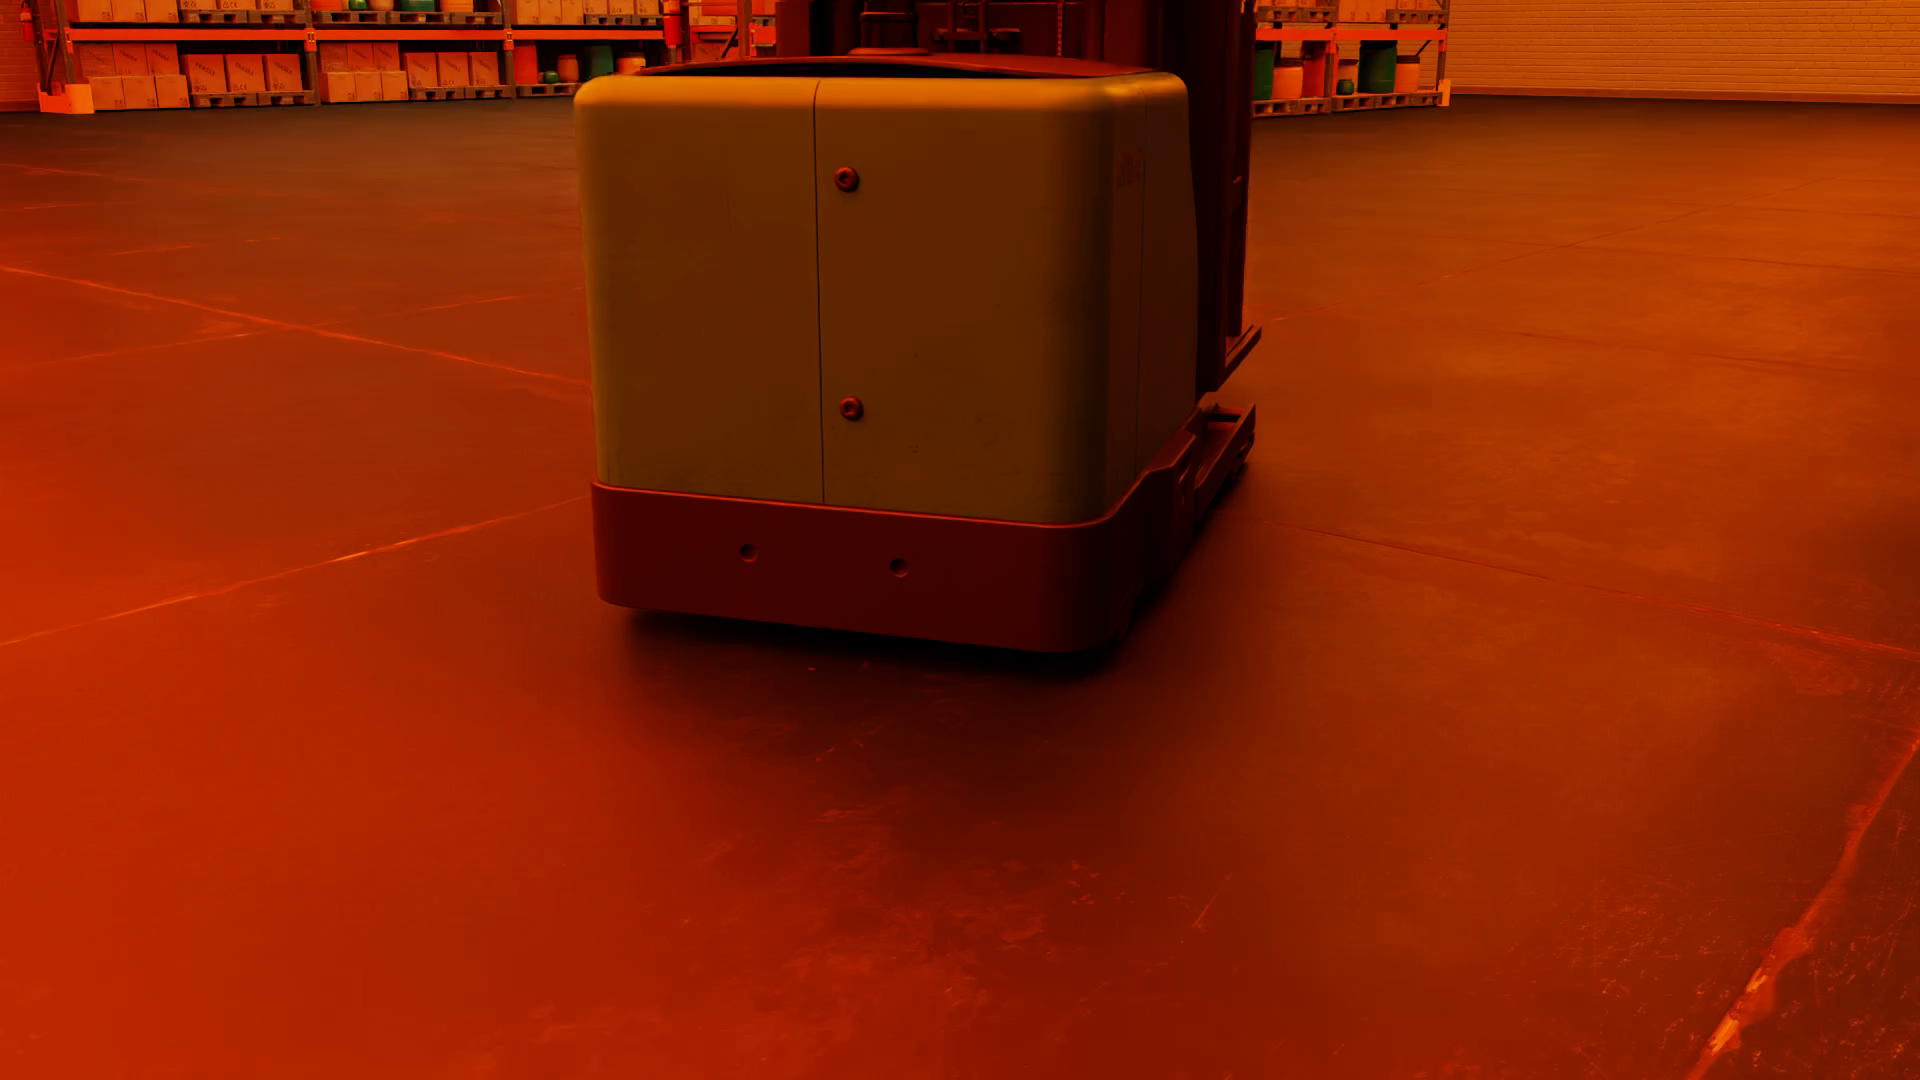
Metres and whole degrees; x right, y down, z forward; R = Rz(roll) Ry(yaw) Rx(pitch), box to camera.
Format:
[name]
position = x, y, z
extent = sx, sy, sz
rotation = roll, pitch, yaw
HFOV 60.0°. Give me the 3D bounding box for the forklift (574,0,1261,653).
[forklift]
position = 0.197, -1.585, 4.118
extent = 1.130, 2.935, 3.031
rotation = 5, 18, 17
